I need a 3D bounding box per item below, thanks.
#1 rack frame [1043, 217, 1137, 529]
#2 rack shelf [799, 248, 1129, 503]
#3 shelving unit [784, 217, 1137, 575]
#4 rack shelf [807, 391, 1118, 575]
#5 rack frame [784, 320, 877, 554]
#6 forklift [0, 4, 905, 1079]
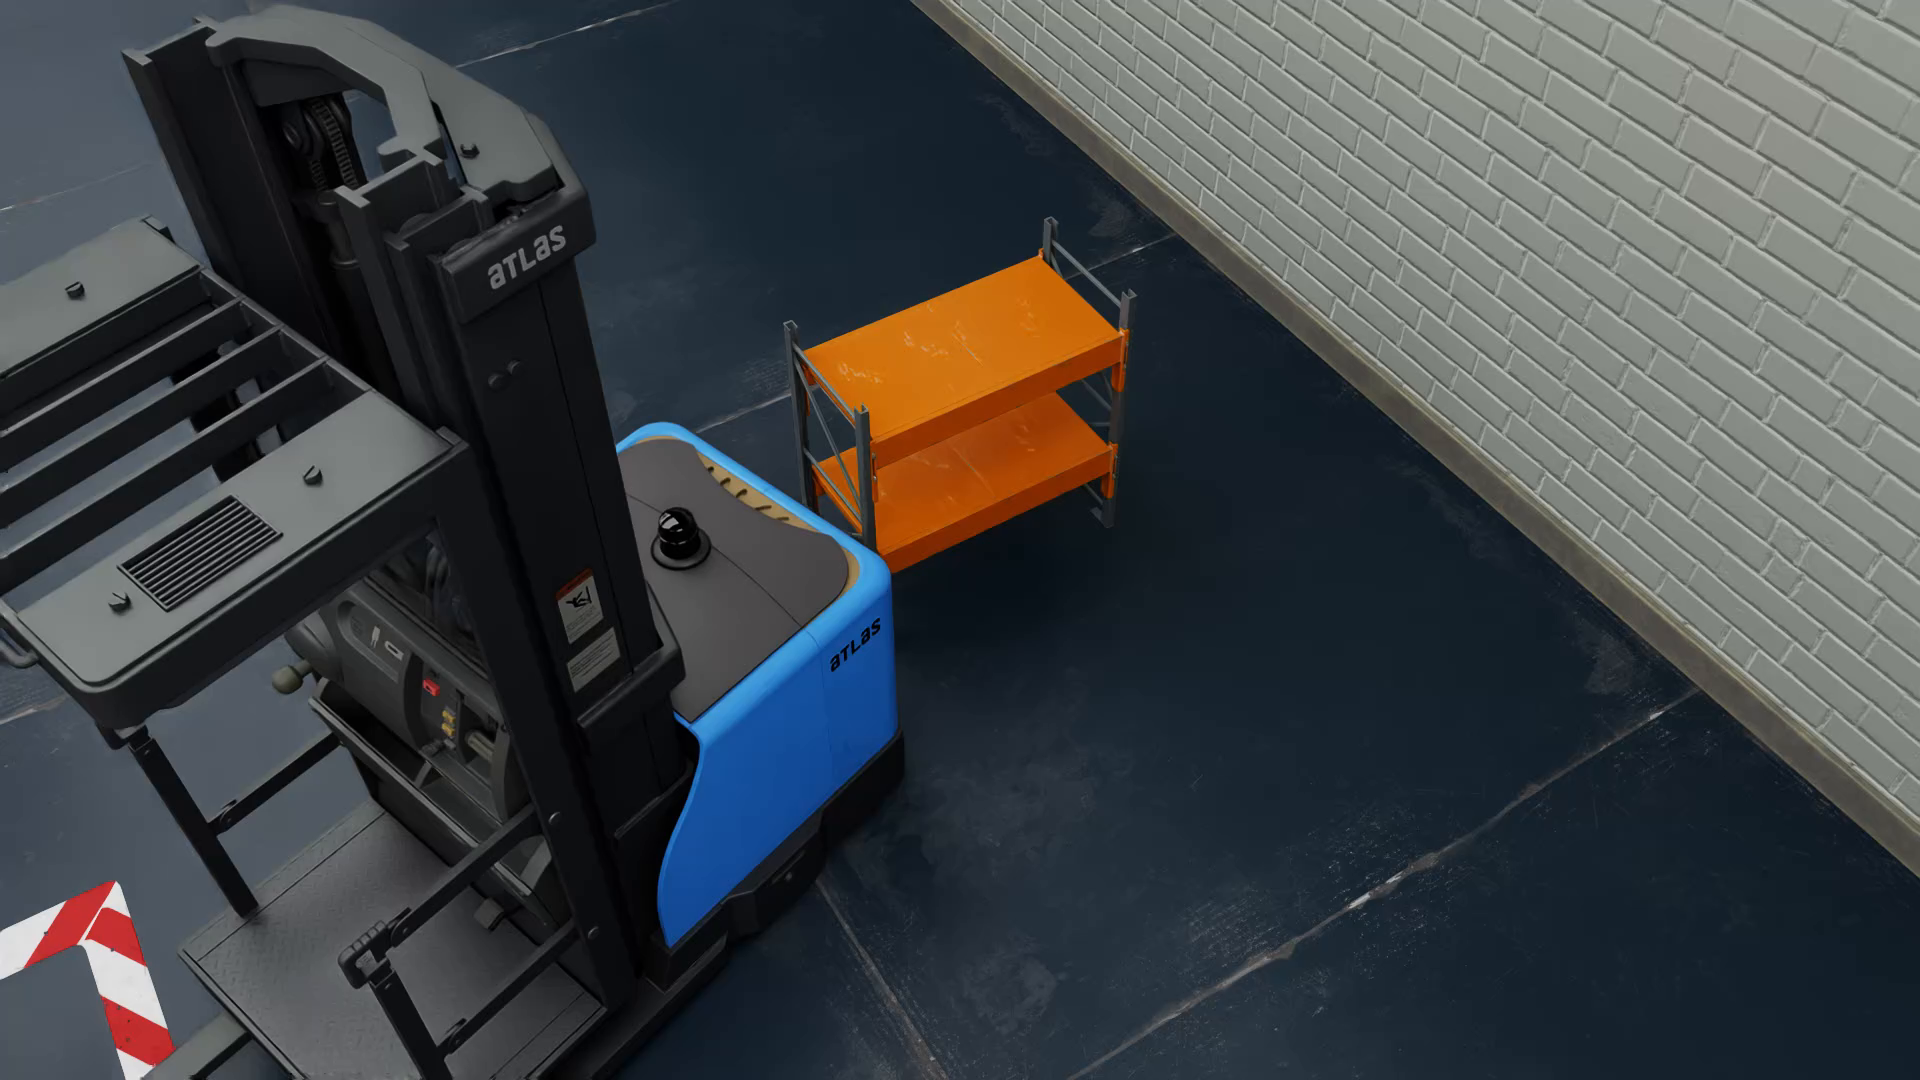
[{"bbox_3d":[0.436,-0.579,6.013,0.032,1.125,0.500,-25,53,-21],"label":"rack frame"},{"bbox_3d":[0.006,-0.571,5.614,1.000,0.278,0.538,-25,53,-21],"label":"rack shelf"},{"bbox_3d":[0.006,-0.377,5.832,1.048,1.125,0.538,-25,53,-21],"label":"shelving unit"},{"bbox_3d":[0.006,-0.214,6.015,1.000,0.278,0.538,-25,53,-21],"label":"rack shelf"},{"bbox_3d":[-0.424,-0.174,5.652,0.032,1.125,0.500,-25,53,-21],"label":"rack frame"},{"bbox_3d":[-1.518,0.419,3.914,1.130,2.935,3.031,32,56,25],"label":"forklift"}]
